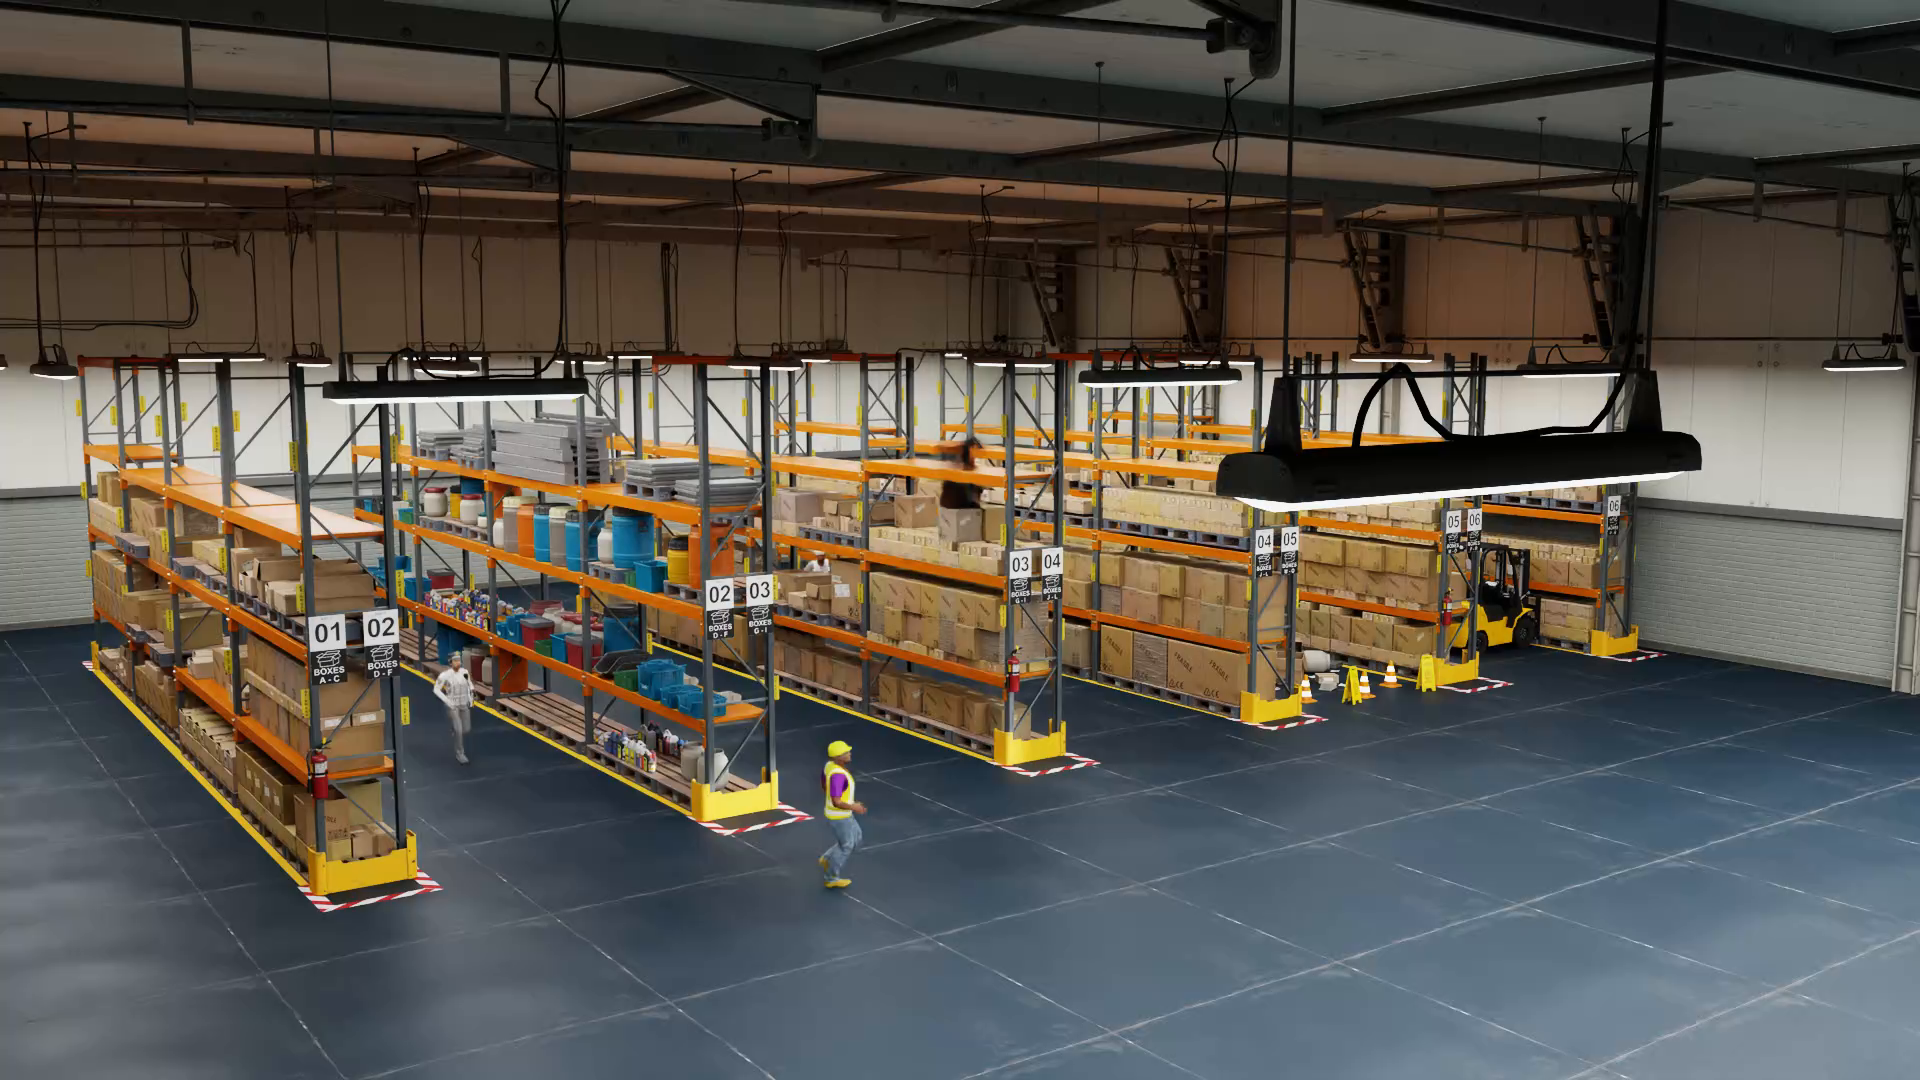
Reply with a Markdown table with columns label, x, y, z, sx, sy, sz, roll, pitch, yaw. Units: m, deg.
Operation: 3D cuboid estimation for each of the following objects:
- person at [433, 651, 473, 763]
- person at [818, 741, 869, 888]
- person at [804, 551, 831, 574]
| label | x | y | z | sx | sy | sz | roll | pitch | yaw |
| --- | --- | --- | --- | --- | --- | --- | --- | --- | --- |
| person | -7.590 | 2.485 | 24.995 | 0.628 | 1.673 | 0.548 | -6 | 9 | -43 |
| person | -1.352 | 3.152 | 19.169 | 0.569 | 1.721 | 0.674 | -1 | 7 | -8 |
| person | -3.140 | 1.050 | 36.578 | 0.679 | 1.770 | 1.030 | -6 | 9 | -39 |
